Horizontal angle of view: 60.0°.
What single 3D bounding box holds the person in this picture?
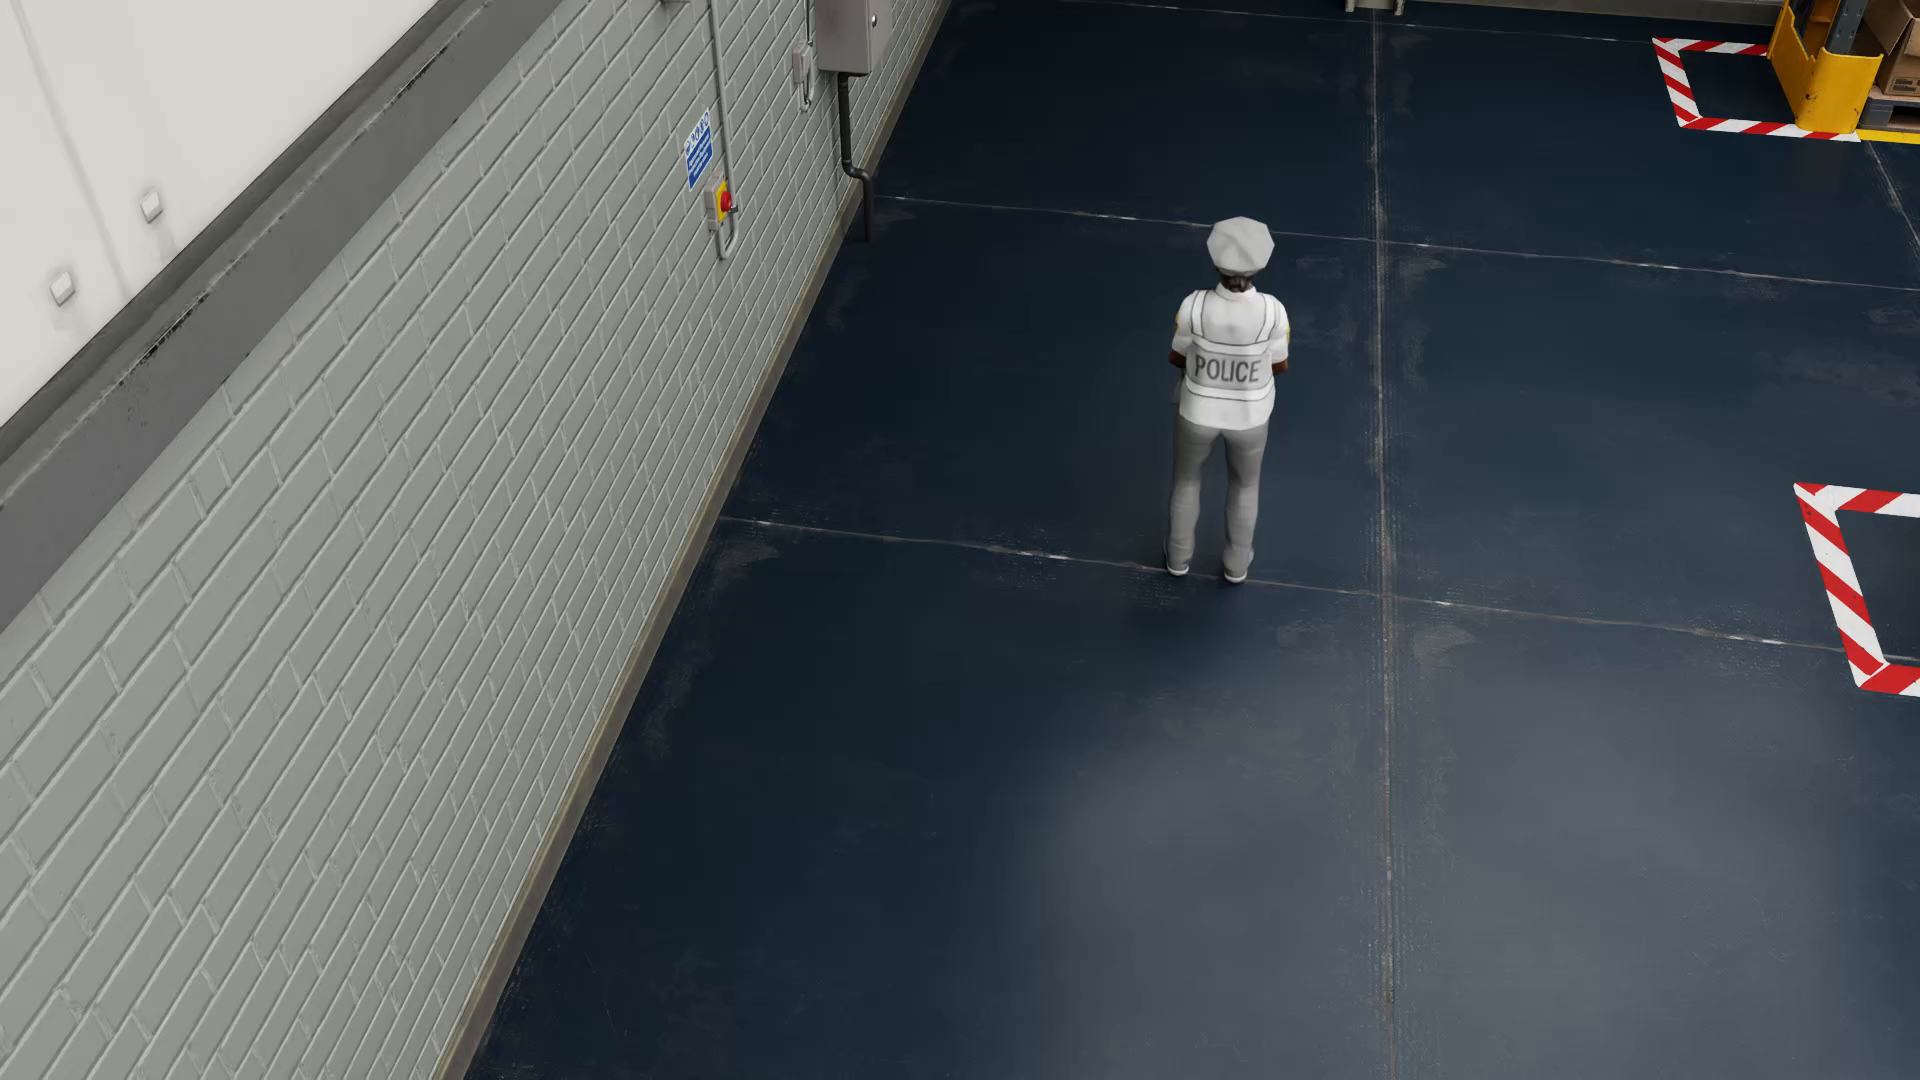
[{"bbox_3d":[1.074,-0.574,6.798,0.472,1.691,0.488,6,41,7],"label":"person"}]
